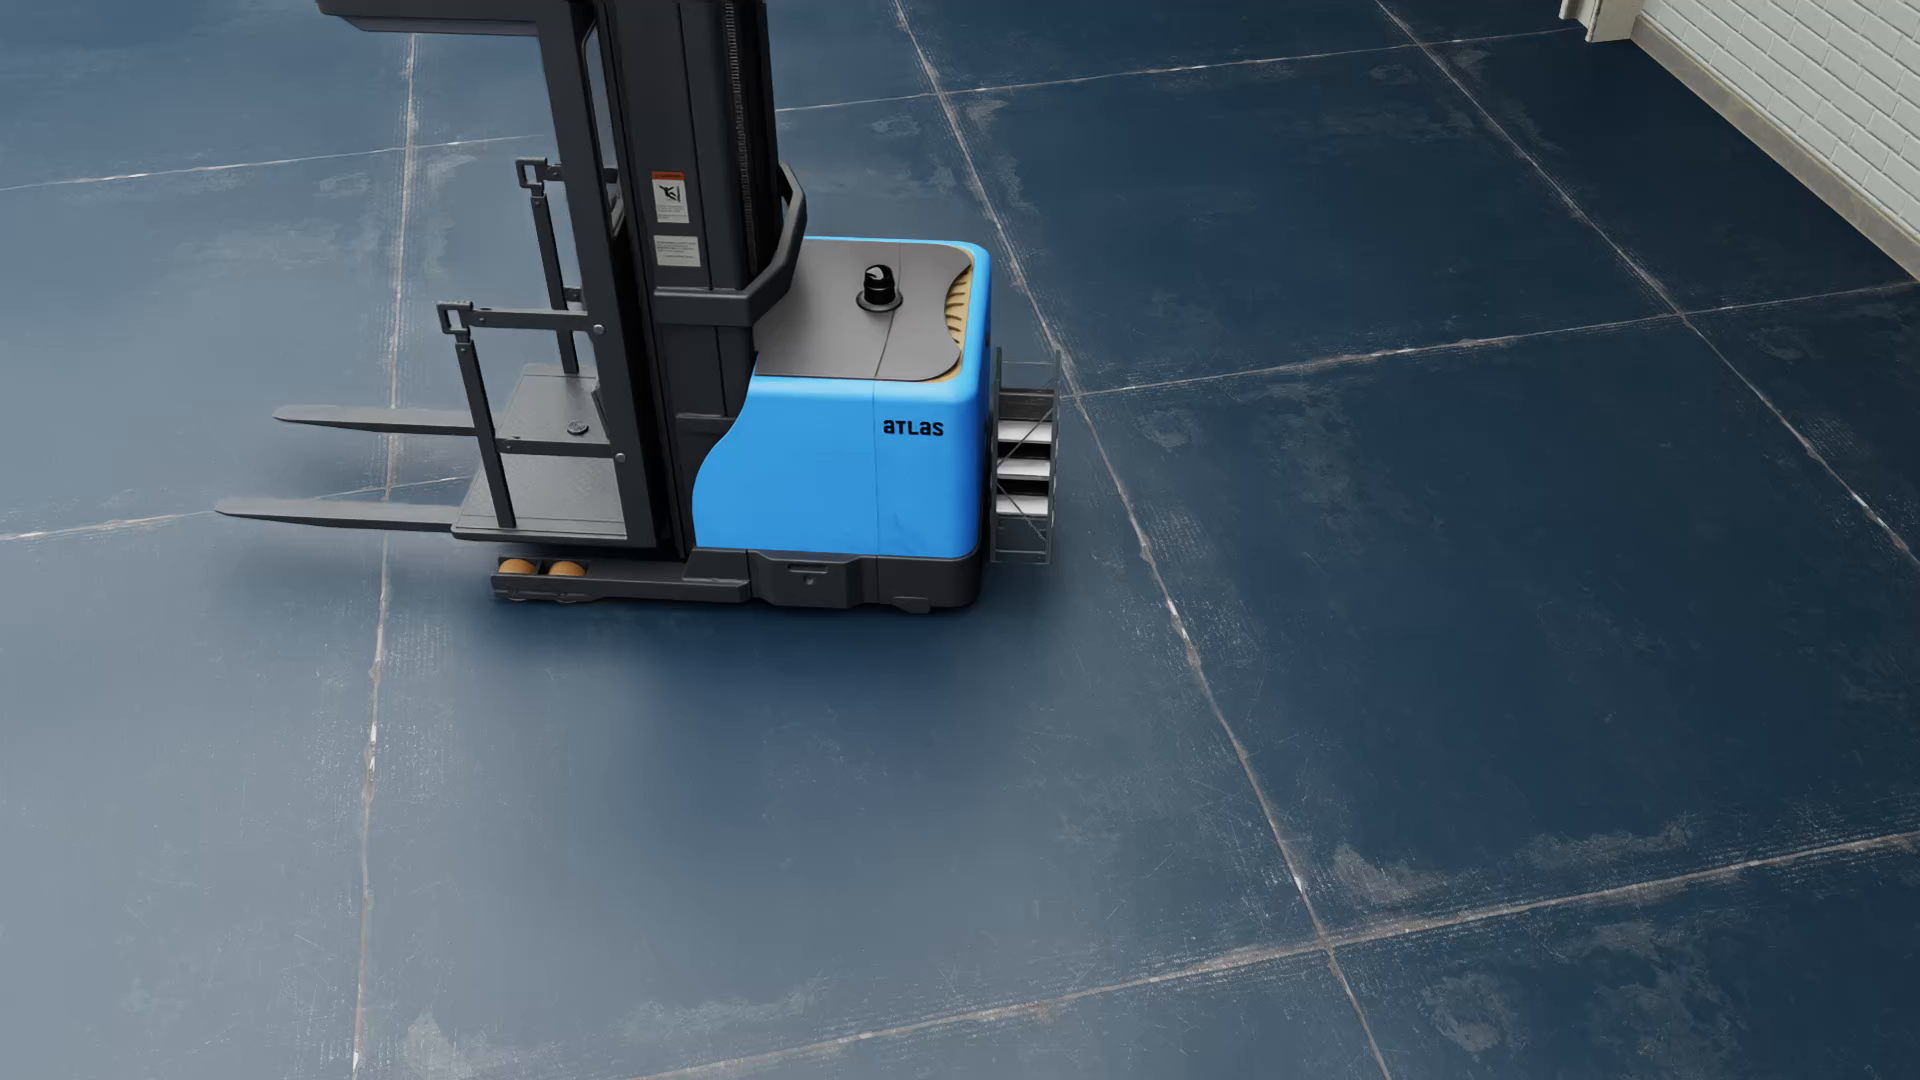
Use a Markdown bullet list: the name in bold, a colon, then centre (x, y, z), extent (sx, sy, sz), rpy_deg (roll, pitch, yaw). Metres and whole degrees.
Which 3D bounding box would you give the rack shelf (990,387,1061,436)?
- **rack shelf**: centre (0.249, -0.487, 6.264), extent (0.258, 0.077, 0.200), rpy_deg (3, 42, 3)

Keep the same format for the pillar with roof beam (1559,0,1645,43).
- **pillar with roof beam**: centre (-0.243, -5.944, 6.668), extent (9.100, 9.000, 0.400), rpy_deg (-8, 42, -9)

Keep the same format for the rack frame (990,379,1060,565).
- **rack frame**: centre (0.241, -0.243, 6.345), extent (0.240, 0.900, 0.006), rpy_deg (3, 42, 3)

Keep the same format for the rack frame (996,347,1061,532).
- **rack frame**: centre (0.255, -0.378, 6.497), extent (0.240, 0.900, 0.006), rpy_deg (3, 42, 3)

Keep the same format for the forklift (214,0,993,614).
- **forklift**: centre (-1.406, -1.198, 5.891), extent (3.031, 2.935, 1.130), rpy_deg (3, 42, 3)

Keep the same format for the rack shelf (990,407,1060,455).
- **rack shelf**: centre (0.249, -0.420, 6.324), extent (0.258, 0.077, 0.200), rpy_deg (3, 42, 3)

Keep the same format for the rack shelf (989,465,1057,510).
- **rack shelf**: centre (0.248, -0.218, 6.503), extent (0.258, 0.077, 0.200), rpy_deg (3, 42, 3)

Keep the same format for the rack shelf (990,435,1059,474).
- **rack shelf**: centre (0.248, -0.353, 6.383), extent (0.258, 0.077, 0.200), rpy_deg (3, 42, 3)

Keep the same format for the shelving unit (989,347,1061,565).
- **shelving unit**: centre (0.248, -0.310, 6.421), extent (0.258, 0.900, 0.210), rpy_deg (3, 42, 3)

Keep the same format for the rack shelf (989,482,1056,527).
- **rack shelf**: centre (0.247, -0.151, 6.563), extent (0.258, 0.077, 0.200), rpy_deg (3, 42, 3)

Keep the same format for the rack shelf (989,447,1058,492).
- **rack shelf**: centre (0.248, -0.286, 6.443), extent (0.258, 0.077, 0.200), rpy_deg (3, 42, 3)
